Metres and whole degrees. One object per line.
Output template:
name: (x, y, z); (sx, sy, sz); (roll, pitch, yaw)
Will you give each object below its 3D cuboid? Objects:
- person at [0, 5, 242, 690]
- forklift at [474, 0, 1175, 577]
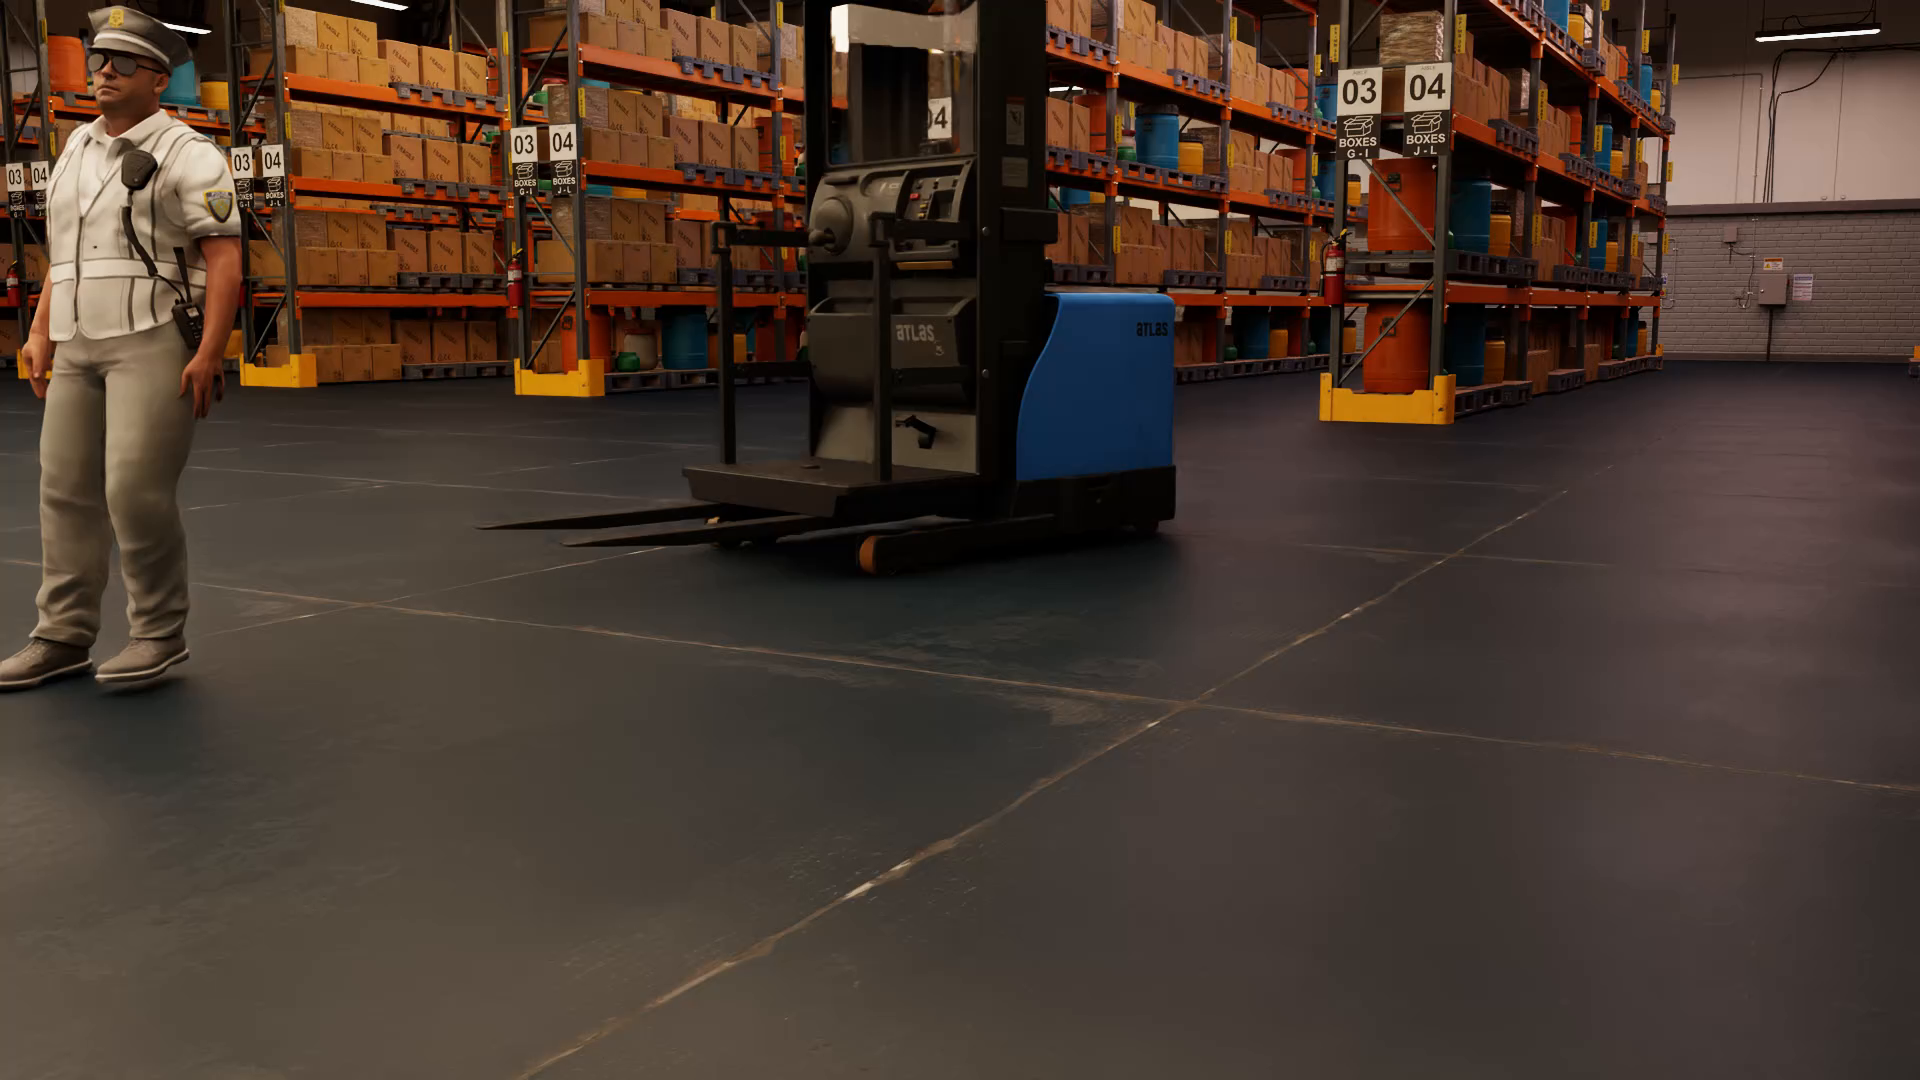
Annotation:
person: (-2.263, -0.505, 4.429); (0.628, 1.783, 0.551); (3, 8, 18)
forklift: (-0.442, -1.390, 6.666); (3.031, 2.935, 1.130); (-7, 11, -43)
